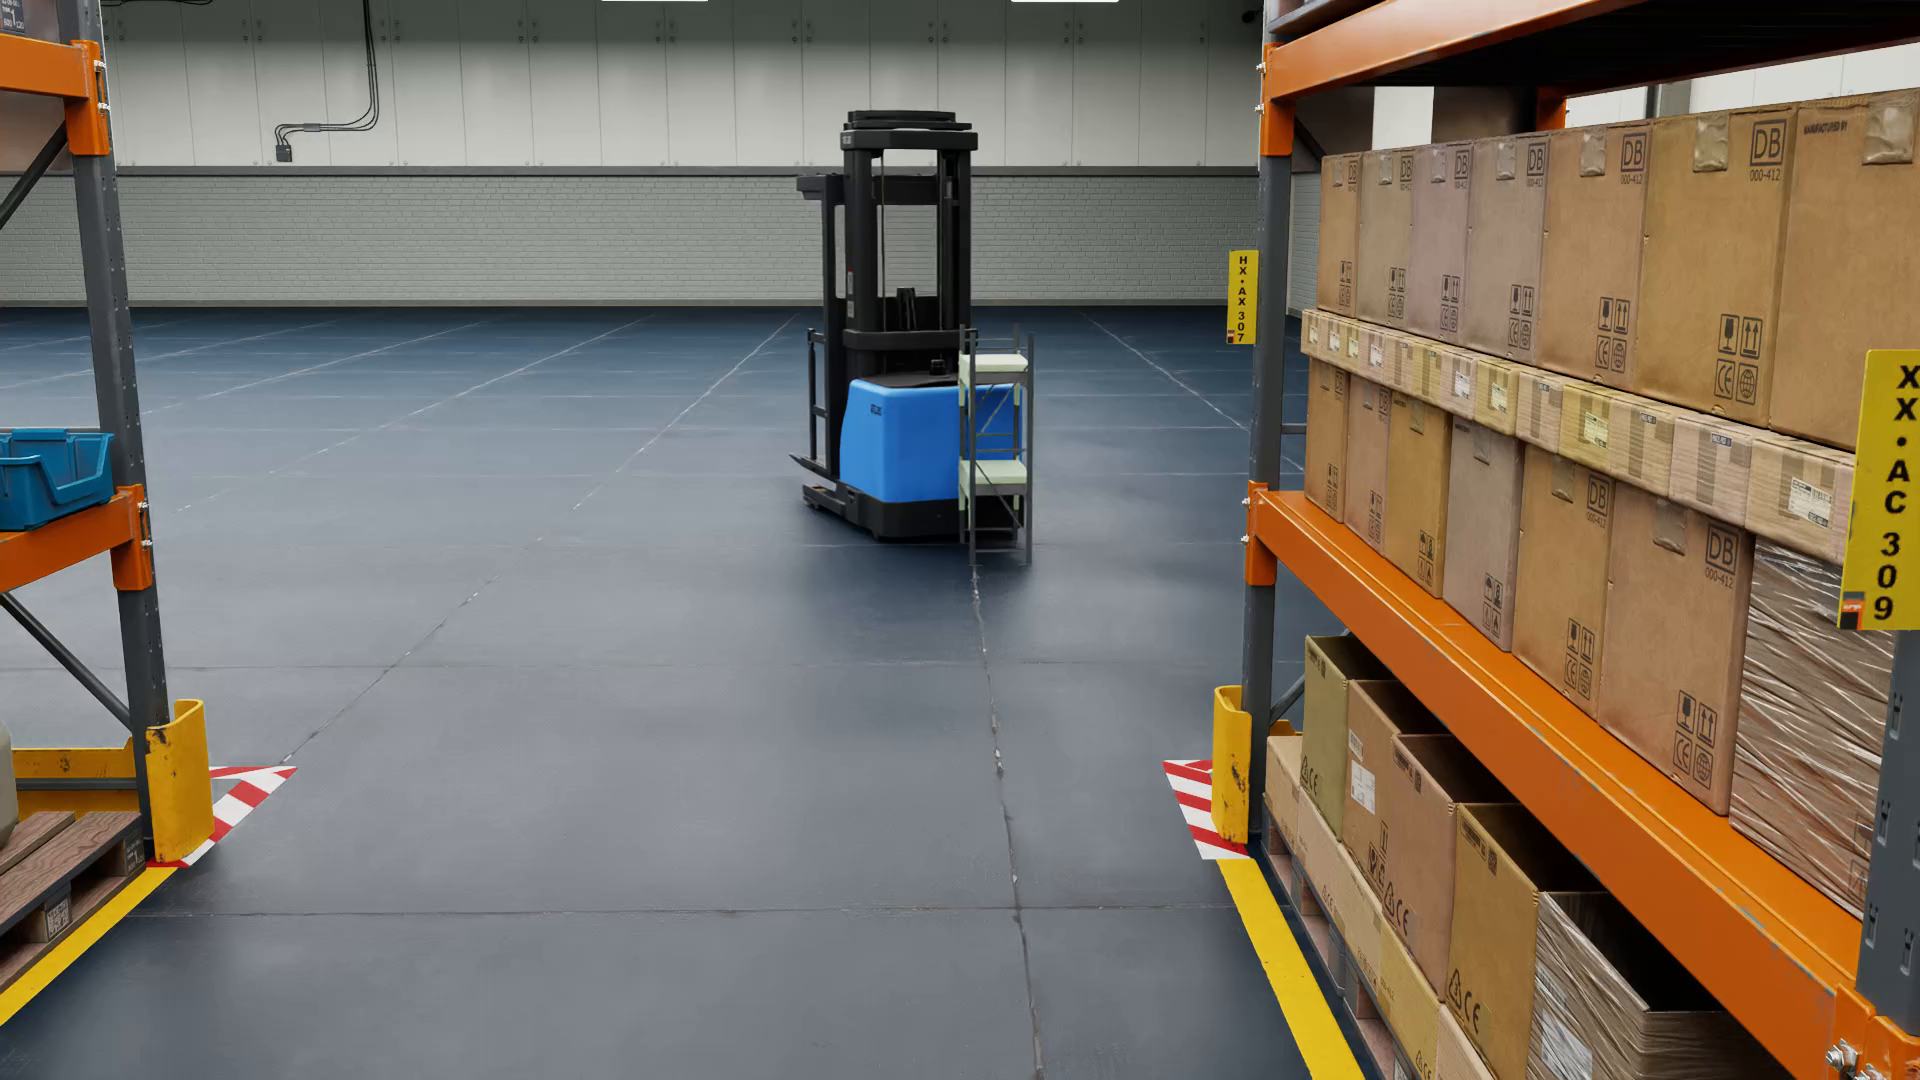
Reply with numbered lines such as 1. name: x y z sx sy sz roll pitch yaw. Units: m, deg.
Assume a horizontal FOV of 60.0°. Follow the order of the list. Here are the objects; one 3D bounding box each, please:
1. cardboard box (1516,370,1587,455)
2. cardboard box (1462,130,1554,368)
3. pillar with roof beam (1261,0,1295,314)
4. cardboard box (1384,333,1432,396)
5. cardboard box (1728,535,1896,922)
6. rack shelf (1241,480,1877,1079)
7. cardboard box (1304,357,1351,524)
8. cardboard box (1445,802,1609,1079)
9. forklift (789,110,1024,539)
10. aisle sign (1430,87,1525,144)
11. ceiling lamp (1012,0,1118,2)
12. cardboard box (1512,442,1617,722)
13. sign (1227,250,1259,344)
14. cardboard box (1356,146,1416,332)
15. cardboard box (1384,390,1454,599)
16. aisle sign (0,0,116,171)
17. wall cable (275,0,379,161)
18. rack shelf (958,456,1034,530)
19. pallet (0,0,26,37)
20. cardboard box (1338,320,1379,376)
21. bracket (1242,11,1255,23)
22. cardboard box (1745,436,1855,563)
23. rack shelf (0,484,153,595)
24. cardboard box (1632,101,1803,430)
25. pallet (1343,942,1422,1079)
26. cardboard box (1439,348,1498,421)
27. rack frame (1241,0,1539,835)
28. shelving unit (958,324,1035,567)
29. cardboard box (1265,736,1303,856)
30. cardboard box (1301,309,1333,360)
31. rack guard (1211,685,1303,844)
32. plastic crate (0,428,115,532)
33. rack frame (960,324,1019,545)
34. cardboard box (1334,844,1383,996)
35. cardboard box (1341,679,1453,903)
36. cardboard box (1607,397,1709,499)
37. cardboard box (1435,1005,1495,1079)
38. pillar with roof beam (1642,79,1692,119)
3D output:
1. cardboard box: 1.385 -0.267 3.449 0.380 0.149 0.250 0 11 0
2. cardboard box: 1.583 -0.667 3.788 0.700 0.500 0.500 0 11 -1
3. pillar with roof beam: 2.455 -9.161 34.083 9.100 9.000 0.548 0 11 -1
4. cardboard box: 1.363 -0.473 4.461 0.380 0.149 0.250 -1 11 -3
5. cardboard box: 1.614 0.268 2.441 0.700 0.500 0.500 -1 11 -3
6. rack shelf: 1.588 0.360 4.048 1.077 0.370 4.000 0 11 -1
7. cardboard box: 1.544 -0.346 5.468 0.700 0.500 0.500 0 11 -1
8. cardboard box: 1.389 0.889 3.604 0.500 0.500 0.500 0 11 -1
9. forklift: -0.569 -1.692 12.528 1.130 2.935 3.031 -5 12 -21
10. aisle sign: 1.839 -1.678 5.748 0.394 0.787 0.004 0 11 -1
11. ceiling lamp: 1.879 -11.251 29.703 2.000 3.185 0.800 0 11 -1
12. cardboard box: 1.590 0.064 3.450 0.700 0.500 0.500 0 11 0
13. sign: 0.992 -0.852 5.837 0.100 0.325 0.005 0 11 -1
14. cardboard box: 1.561 -0.867 4.772 0.700 0.500 0.500 -1 11 -3
15. cardboard box: 1.564 -0.143 4.467 0.700 0.500 0.500 0 11 -1
16. aisle sign: -3.110 -1.660 5.657 0.394 0.787 0.004 0 11 -1
17. wall cable: -13.981 -11.343 36.284 2.305 6.003 0.169 0 11 -1
18. rack shelf: 0.230 -0.317 10.990 0.431 0.370 0.720 -1 12 -5
19. pallet: -3.486 -1.583 4.747 1.003 0.211 1.213 0 11 -1
20. cardboard box: 1.352 -0.576 4.970 0.380 0.149 0.250 0 11 -1
21. bracket: 6.346 -11.495 36.534 0.235 0.232 0.430 0 11 -1
22. cardboard box: 1.407 -0.064 2.447 0.380 0.149 0.250 0 11 -2
23. rack shelf: -3.364 0.380 3.951 1.077 0.370 4.000 0 11 -1
24. cardboard box: 1.602 -0.468 2.808 0.700 0.500 0.500 0 11 -1
25. pallet: 1.627 1.371 4.272 1.003 0.211 1.213 0 11 -1
26. cardboard box: 1.371 -0.372 3.967 0.380 0.149 0.250 0 11 -1
27. rack frame: 1.547 -0.390 5.936 1.000 3.000 0.127 0 11 -1
28. shelving unit: 0.230 -0.637 10.925 0.431 1.500 0.755 -1 12 -5
29. cardboard box: 1.336 0.859 5.638 0.500 0.250 0.500 0 11 -1
30. cardboard box: 1.340 -0.678 5.473 0.380 0.149 0.250 0 11 -2
31. rack guard: 1.546 0.830 6.208 1.175 0.500 0.348 0 11 -1
32. plastic crate: -3.096 -0.199 5.370 0.499 0.251 0.616 0 11 -1
33. rack frame: 0.198 -0.709 11.283 0.400 1.500 0.023 -1 12 -5
34. cardboard box: 1.359 1.058 4.658 0.500 0.250 0.500 0 11 -1
35. cardboard box: 1.371 0.691 4.584 0.500 0.500 0.500 0 11 -1
36. cardboard box: 1.392 -0.168 2.961 0.380 0.149 0.250 0 11 -1
37. cardboard box: 1.376 1.257 3.678 0.500 0.250 0.500 0 11 -1
38. pillar with roof beam: 2.827 -5.583 16.446 9.100 9.000 0.400 0 11 -1
